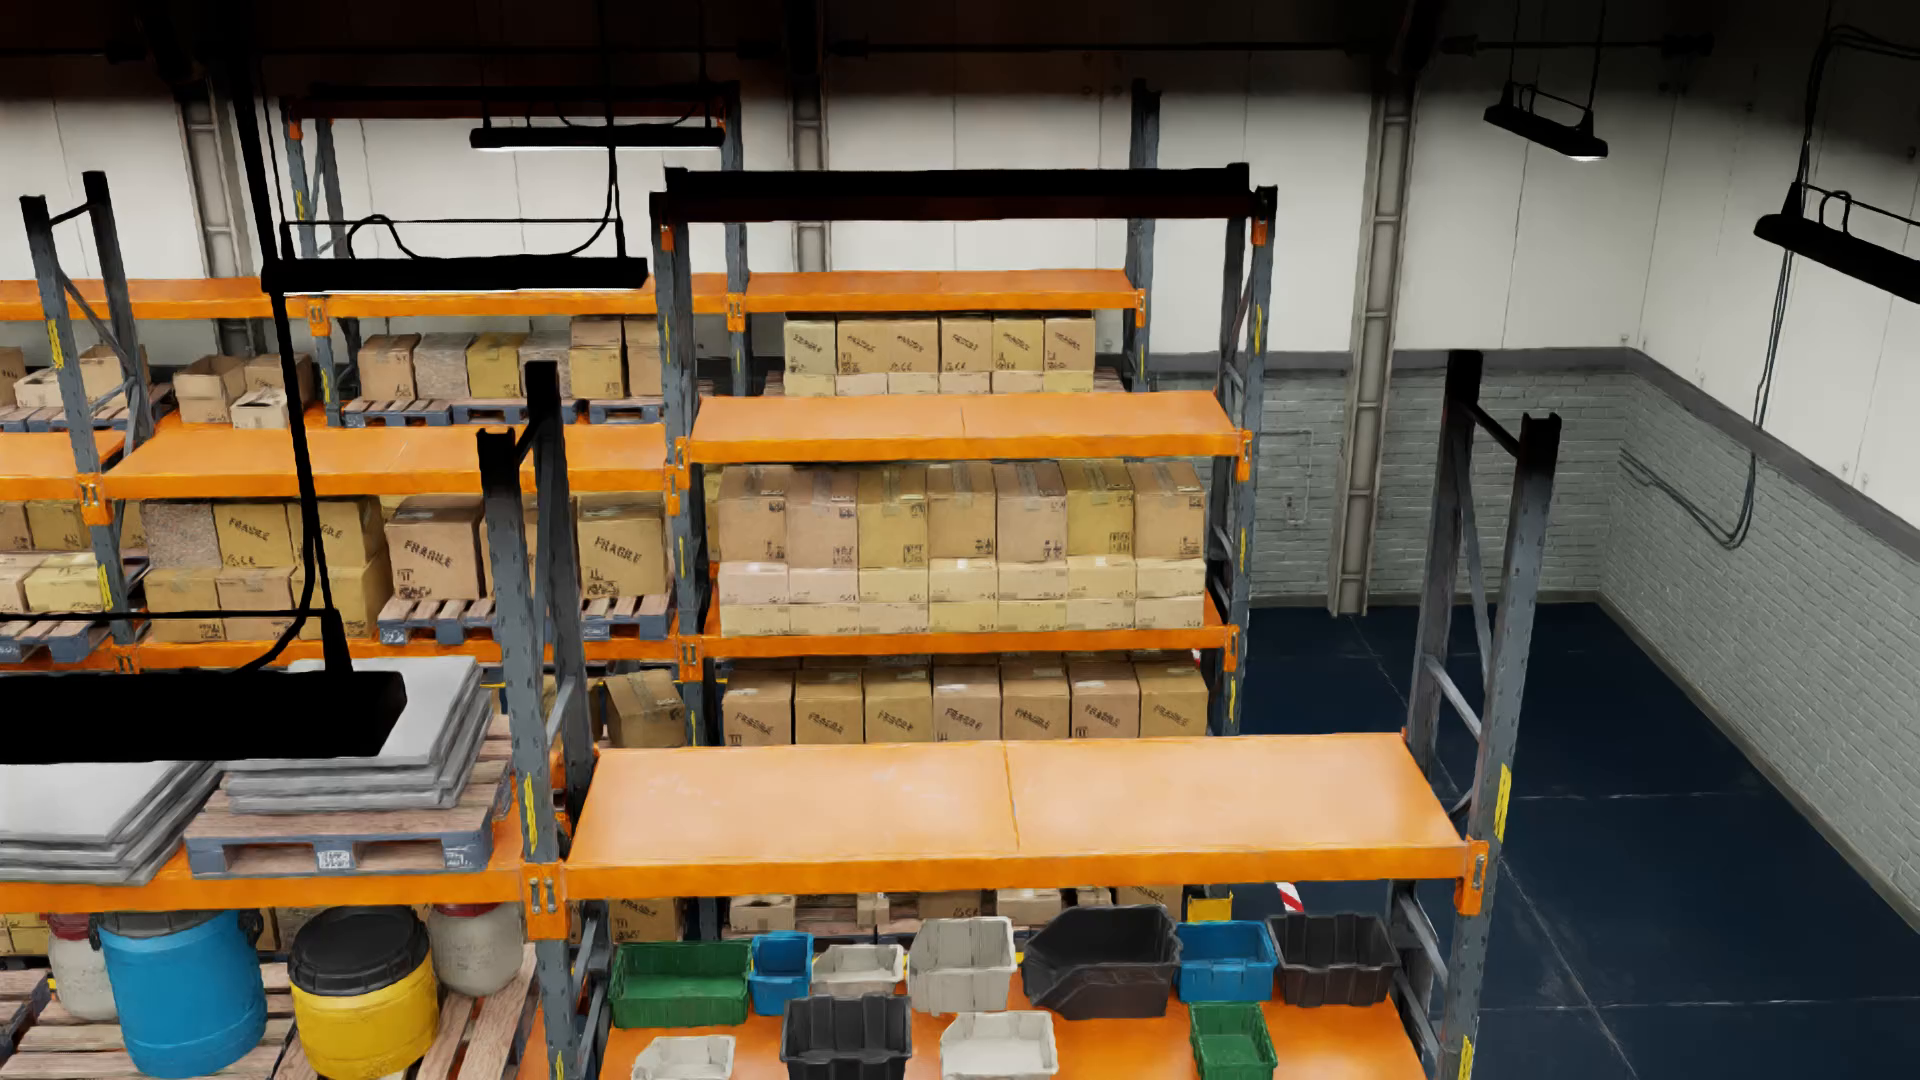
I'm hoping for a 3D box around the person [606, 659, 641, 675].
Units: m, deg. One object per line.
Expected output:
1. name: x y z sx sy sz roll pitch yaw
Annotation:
1. person: -3.283 1.090 16.321 0.526 1.629 0.592 -2 22 -4
